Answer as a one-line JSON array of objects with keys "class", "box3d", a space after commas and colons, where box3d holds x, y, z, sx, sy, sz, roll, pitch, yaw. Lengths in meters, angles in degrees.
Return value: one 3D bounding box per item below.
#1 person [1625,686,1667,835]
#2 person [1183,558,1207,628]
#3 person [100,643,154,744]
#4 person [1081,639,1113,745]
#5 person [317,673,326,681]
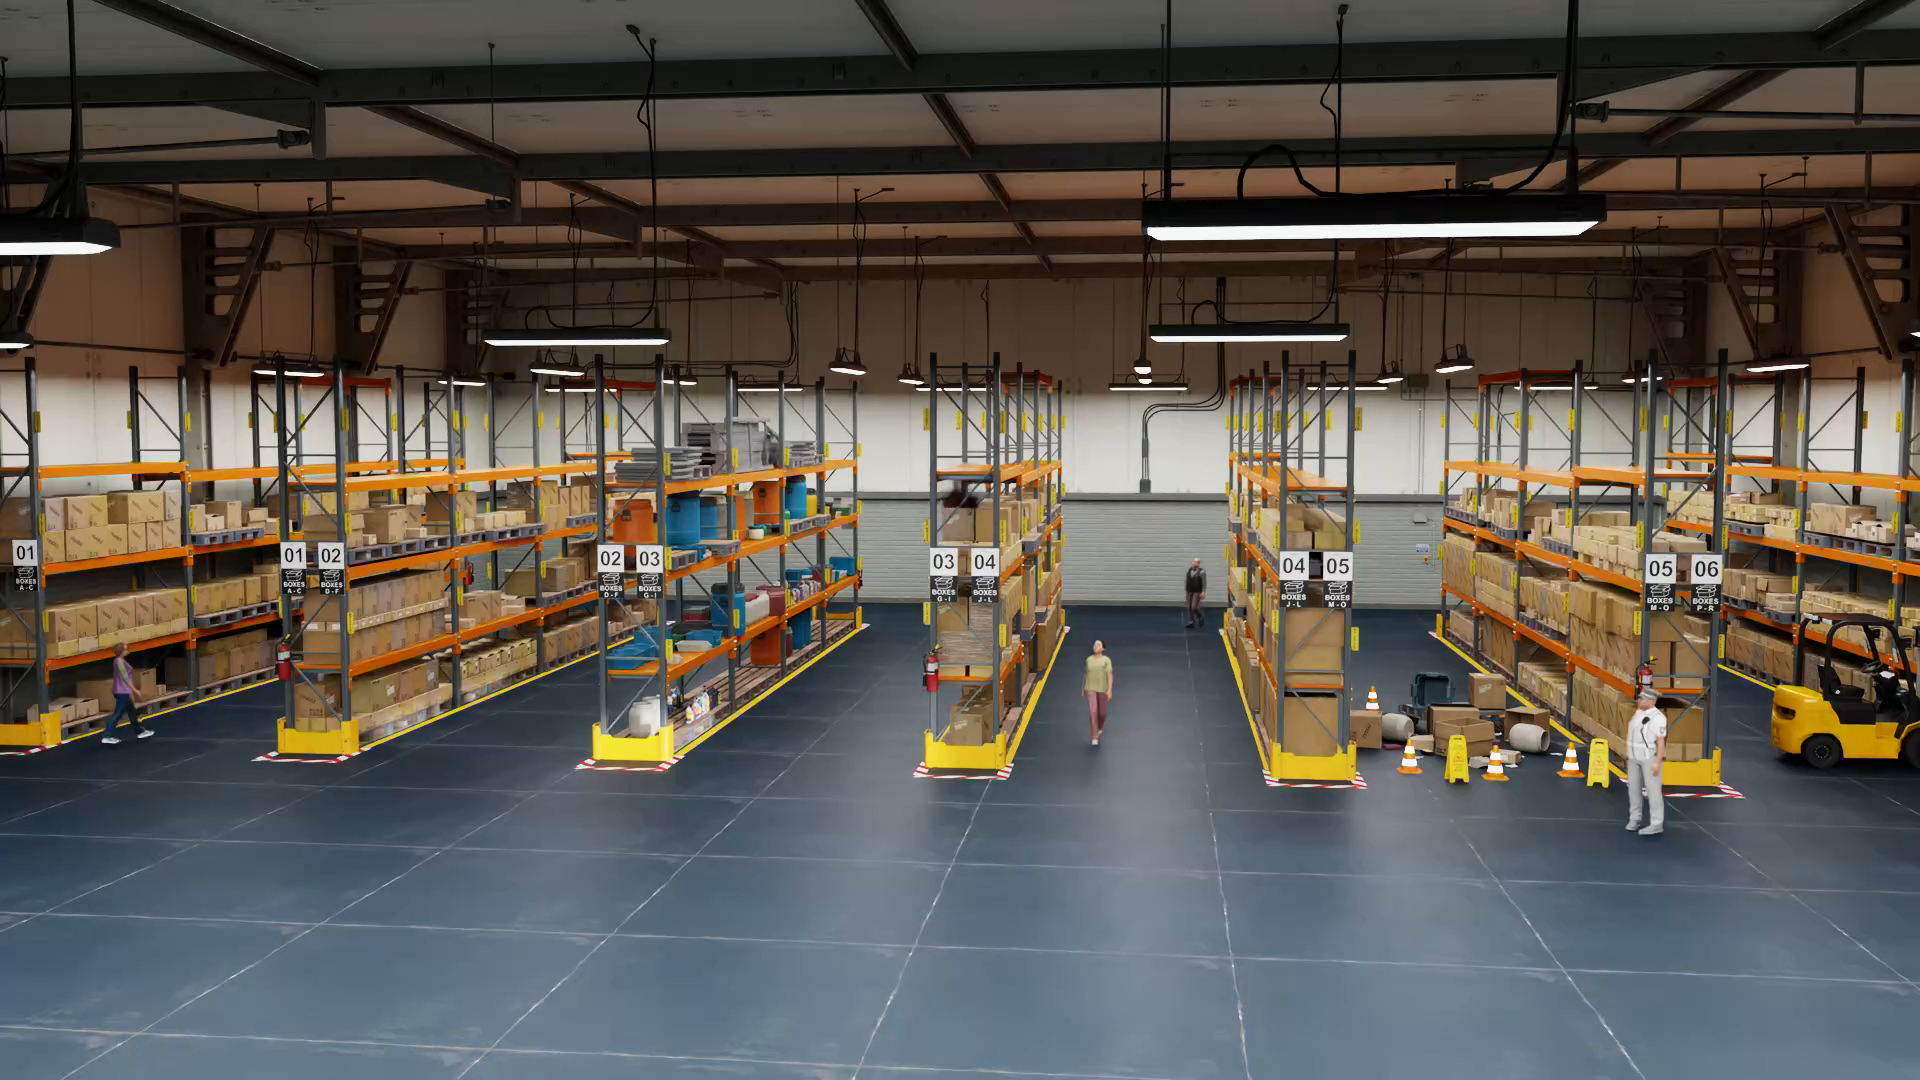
[{"class": "person", "box3d": [8.383, 2.675, 20.356, 0.436, 1.778, 0.544, -2, 5, -31]}, {"class": "person", "box3d": [5.681, 1.281, 40.301, 0.496, 1.708, 0.554, -4, 6, -44]}, {"class": "person", "box3d": [-13.038, 2.371, 26.020, 0.498, 1.549, 0.904, 3, 5, 40]}, {"class": "person", "box3d": [2.144, 2.354, 26.001, 0.476, 1.613, 0.937, 0, 4, -4]}, {"class": "person", "box3d": [-11.333, 2.070, 29.809, 0.513, 1.678, 0.409, -3, 5, -40]}]
